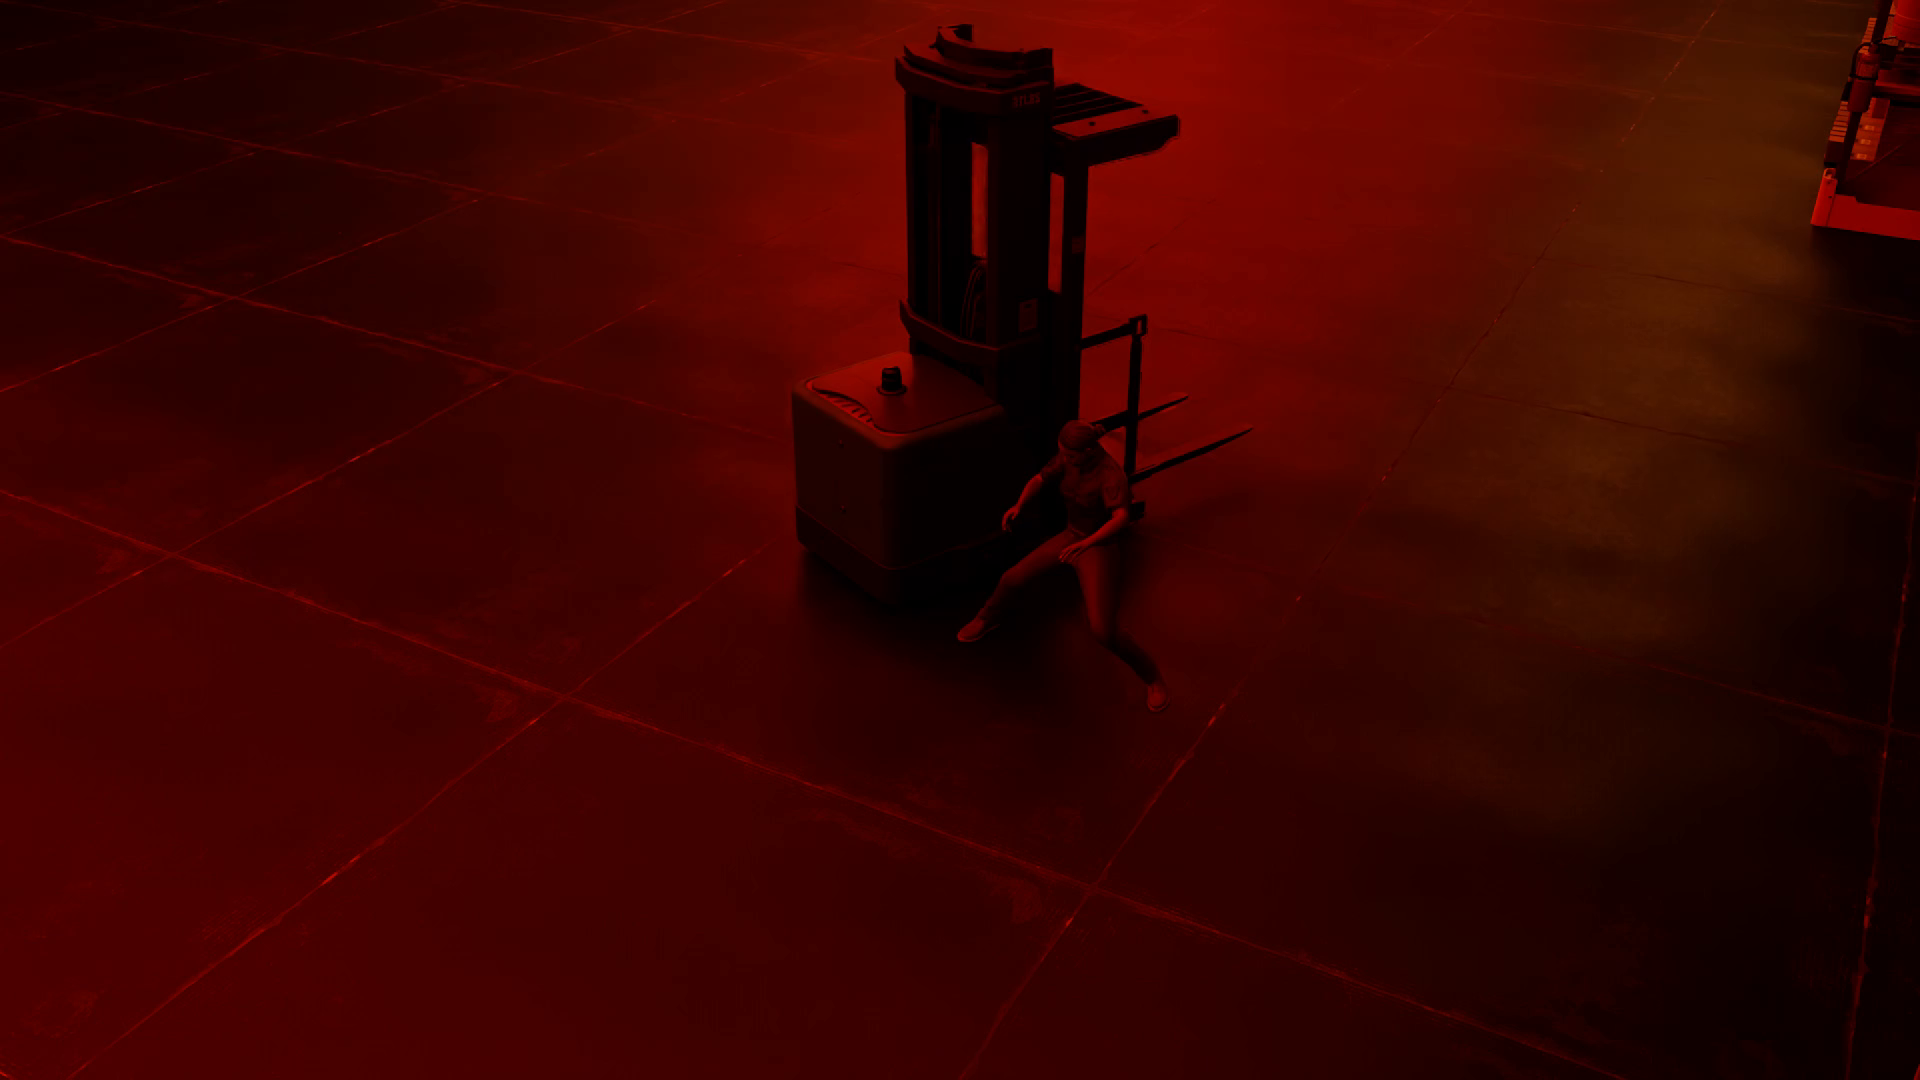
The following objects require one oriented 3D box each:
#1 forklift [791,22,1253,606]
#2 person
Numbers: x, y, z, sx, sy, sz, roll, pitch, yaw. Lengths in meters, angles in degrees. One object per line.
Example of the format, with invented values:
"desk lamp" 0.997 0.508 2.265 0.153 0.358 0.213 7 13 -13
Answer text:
"forklift" 0.508 -1.487 9.647 3.031 2.935 1.130 -21 36 -32
"person" 0.546 0.073 8.440 0.676 1.429 1.218 -17 34 -27
